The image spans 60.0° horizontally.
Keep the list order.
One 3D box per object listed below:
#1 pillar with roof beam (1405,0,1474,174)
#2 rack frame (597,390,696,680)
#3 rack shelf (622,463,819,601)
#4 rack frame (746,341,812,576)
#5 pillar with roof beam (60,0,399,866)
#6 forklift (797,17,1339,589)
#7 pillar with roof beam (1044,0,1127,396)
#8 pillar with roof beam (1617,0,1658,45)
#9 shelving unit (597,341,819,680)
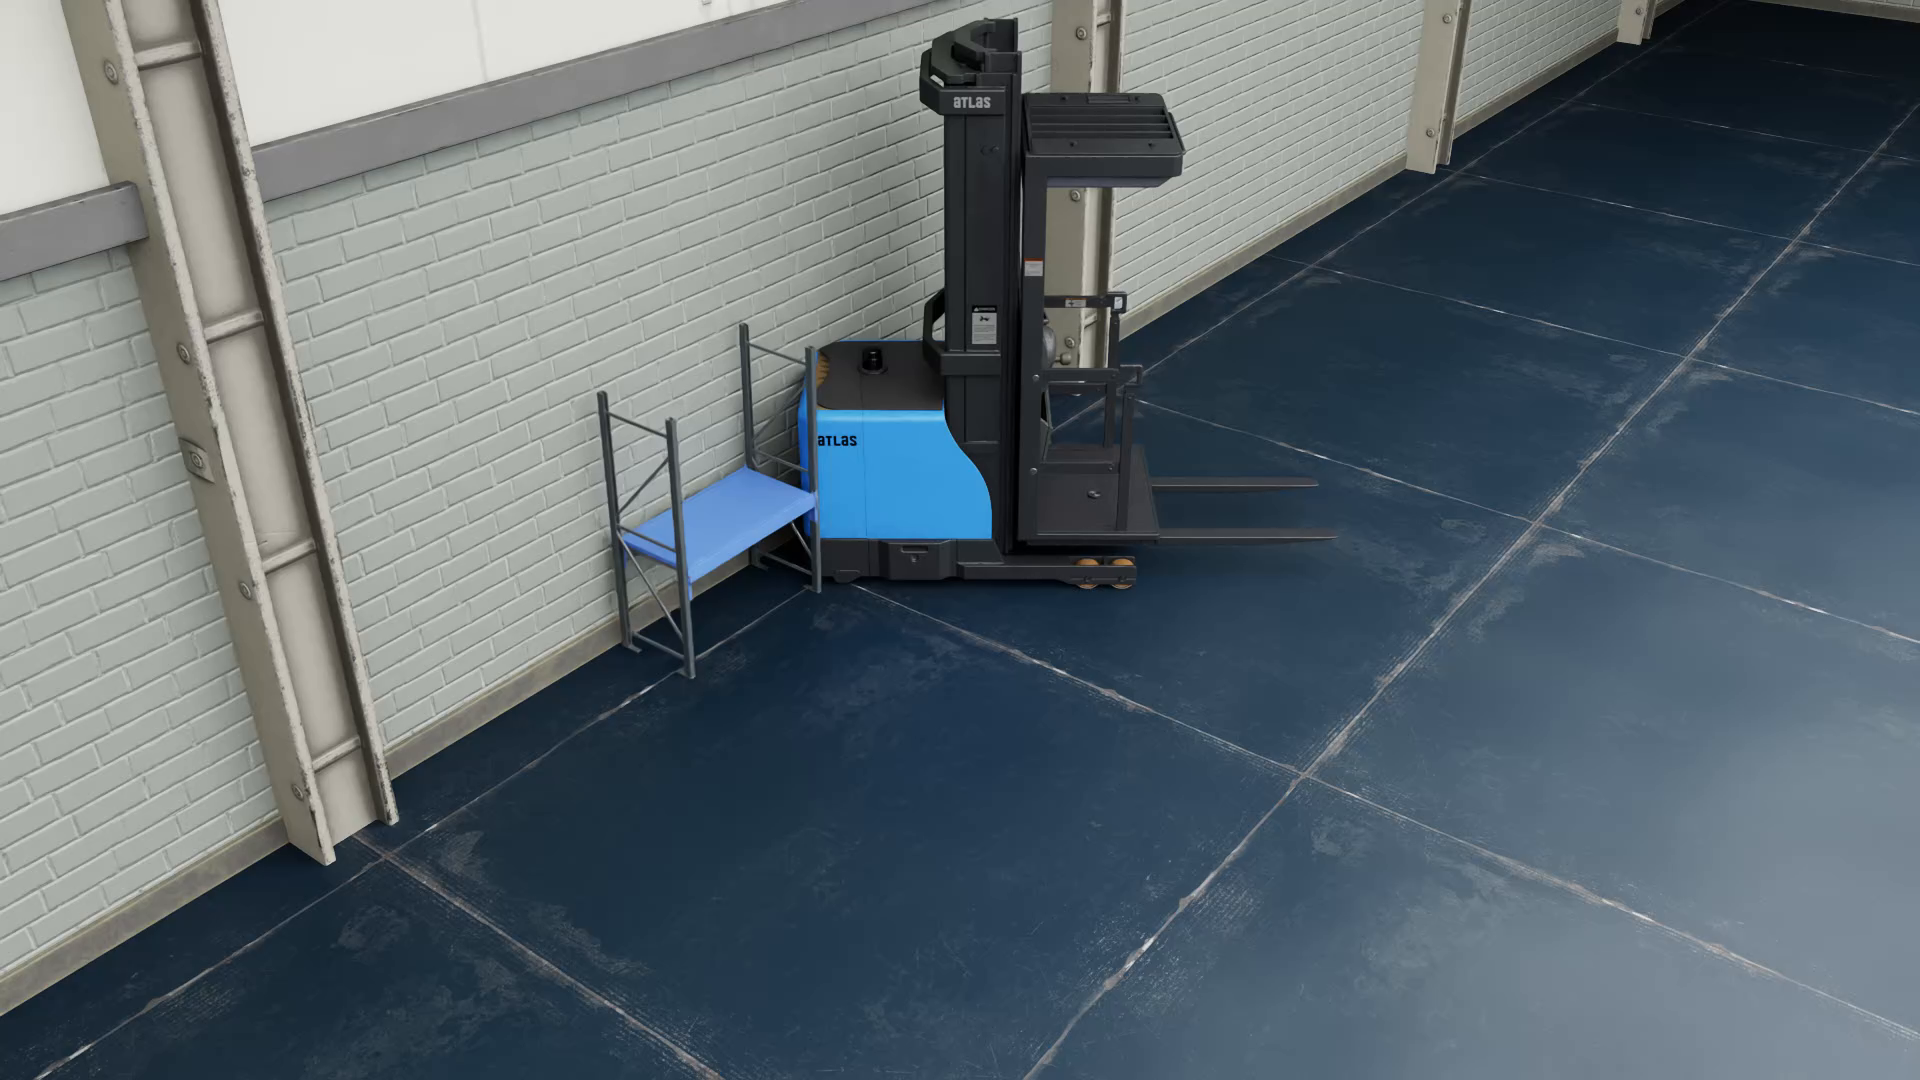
[{"bbox_3d":[7.862,-6.106,11.284,9.100,9.000,0.400,21,37,31],"label":"pillar with roof beam"},{"bbox_3d":[-1.564,-0.003,8.328,0.500,1.500,0.032,22,37,29],"label":"rack frame"},{"bbox_3d":[-1.271,-0.060,8.777,0.538,0.185,1.000,22,37,29],"label":"rack shelf"},{"bbox_3d":[-0.972,-0.424,9.039,0.475,1.308,0.013,22,37,29],"label":"rack frame"},{"bbox_3d":[0.619,-1.229,3.054,9.100,9.000,0.400,21,37,31],"label":"pillar with roof beam"},{"bbox_3d":[0.630,-1.260,9.058,3.031,2.935,1.130,0,31,0],"label":"forklift"},{"bbox_3d":[4.240,-3.667,7.169,9.100,9.000,0.400,21,37,31],"label":"pillar with roof beam"},{"bbox_3d":[11.484,-8.545,15.399,9.100,9.000,0.400,21,37,31],"label":"pillar with roof beam"},{"bbox_3d":[-1.270,-0.211,8.680,0.538,1.500,1.039,22,37,29],"label":"shelving unit"}]
